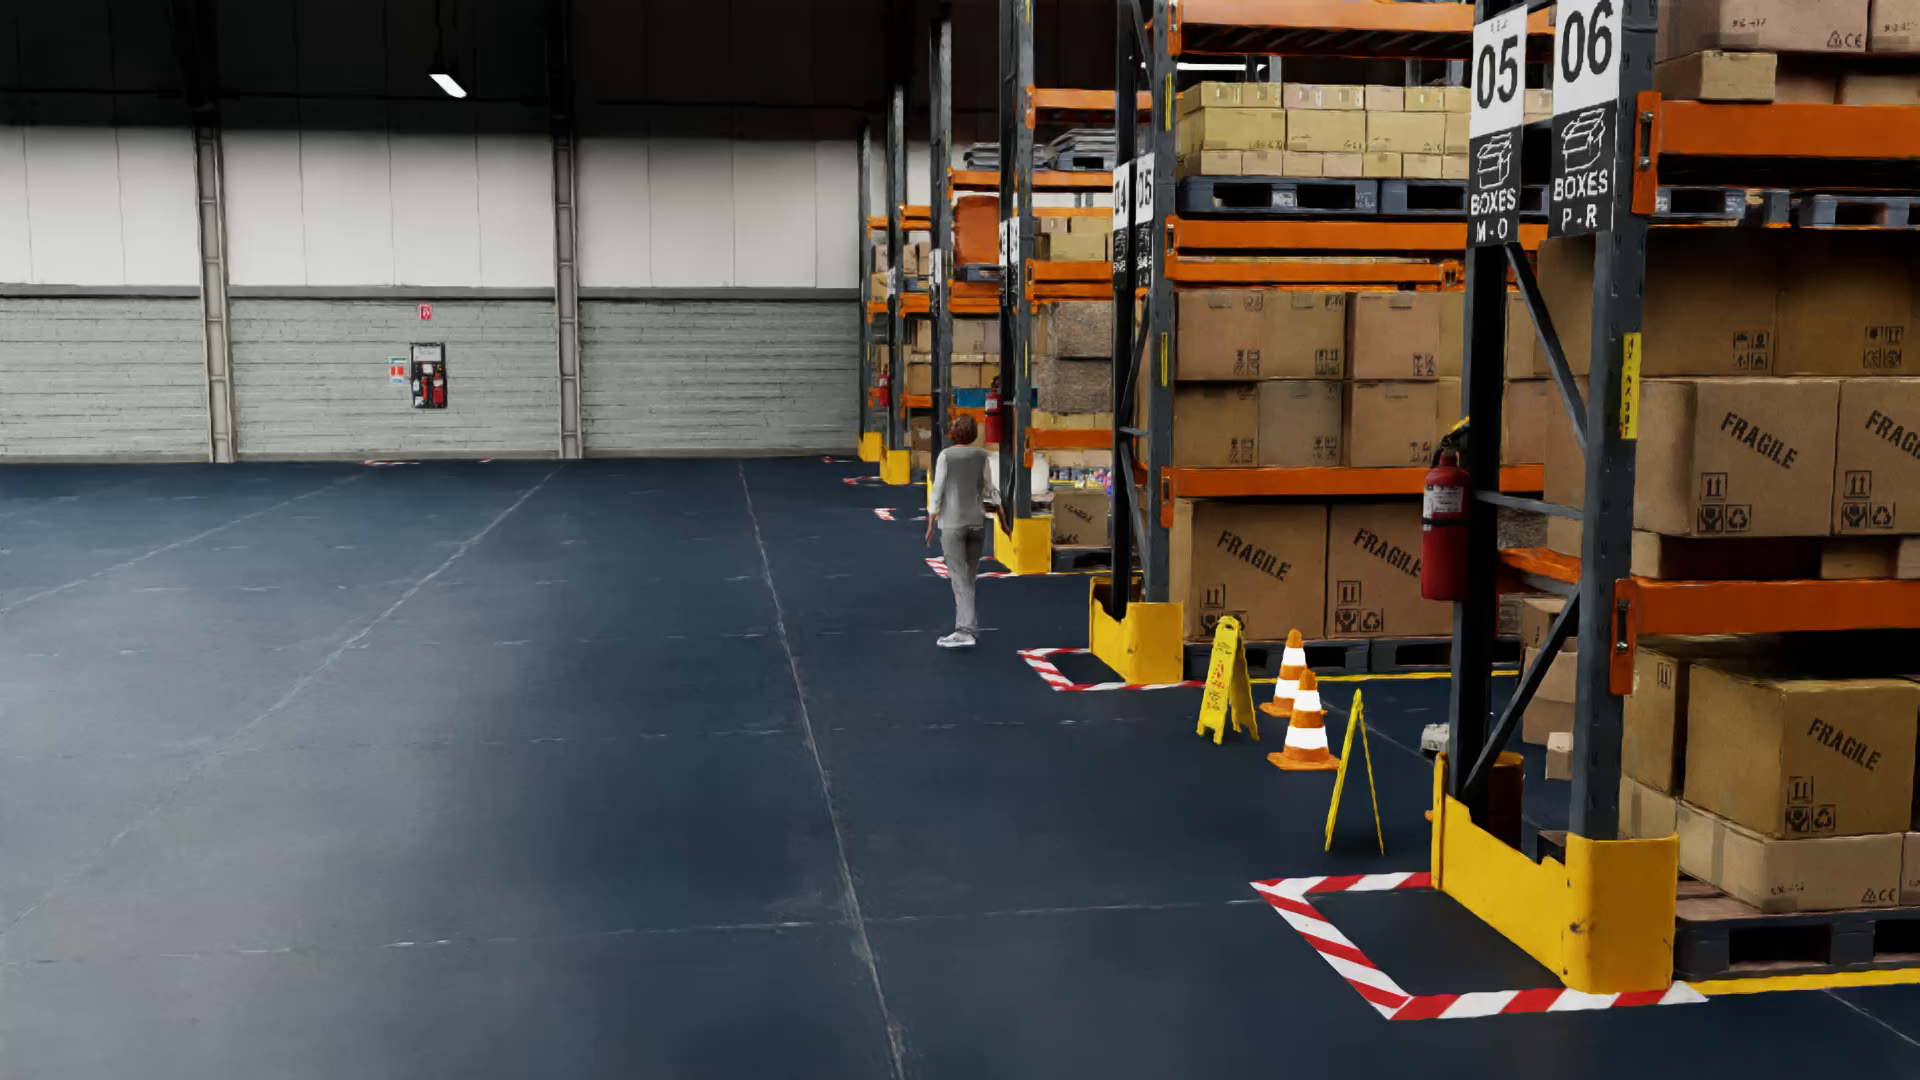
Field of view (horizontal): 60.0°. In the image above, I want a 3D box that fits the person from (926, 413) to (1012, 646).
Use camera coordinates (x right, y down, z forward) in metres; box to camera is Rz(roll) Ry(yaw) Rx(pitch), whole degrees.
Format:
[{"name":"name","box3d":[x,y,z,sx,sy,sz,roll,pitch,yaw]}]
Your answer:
[{"name":"person","box3d":[0.058,-0.084,11.437,0.604,1.583,0.606,-3,7,-25]}]
